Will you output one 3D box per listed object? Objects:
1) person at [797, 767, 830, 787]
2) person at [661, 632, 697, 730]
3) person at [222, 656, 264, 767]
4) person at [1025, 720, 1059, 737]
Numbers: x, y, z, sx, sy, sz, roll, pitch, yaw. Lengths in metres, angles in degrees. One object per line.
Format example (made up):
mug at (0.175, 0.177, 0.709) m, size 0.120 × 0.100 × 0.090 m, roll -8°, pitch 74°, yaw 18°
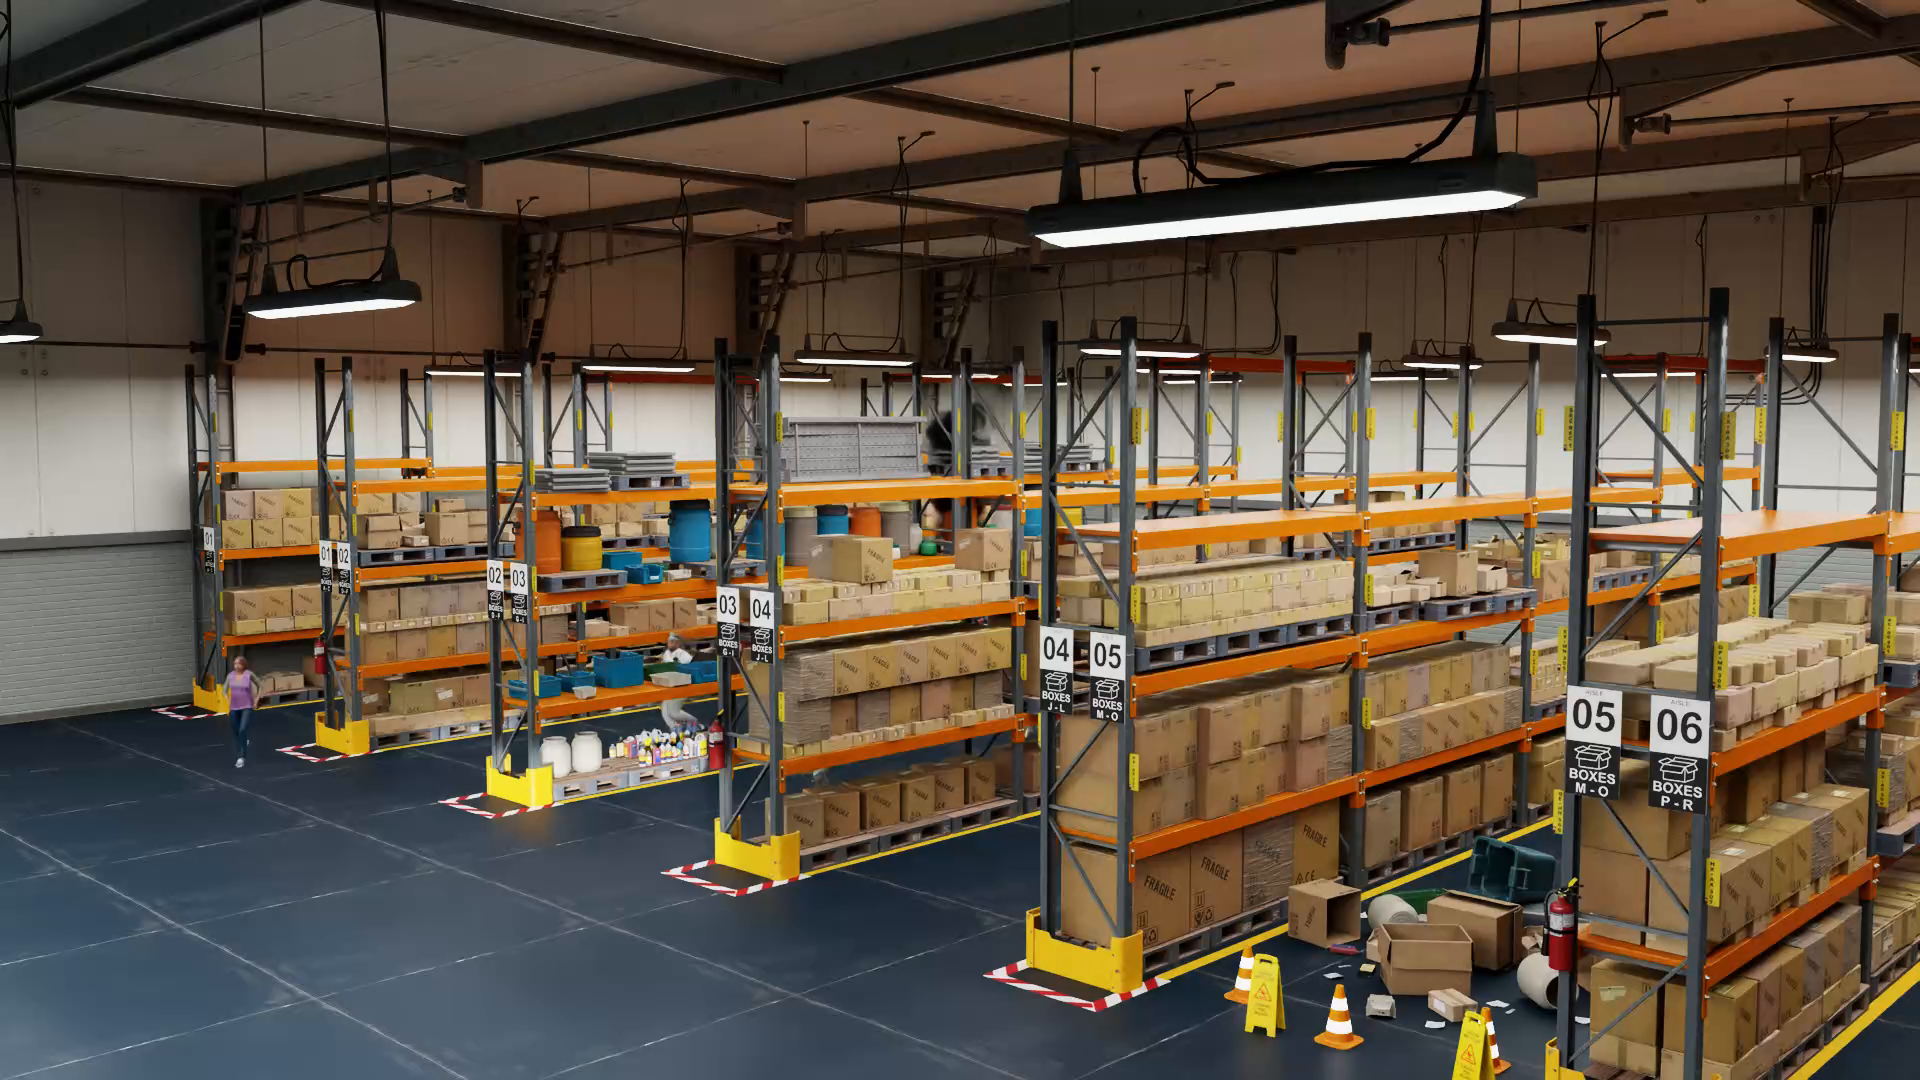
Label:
person at (-1.864, 2.647, 21.566) m, size 0.688 × 1.729 × 0.568 m, roll 4°, pitch 6°, yaw 41°
person at (-4.451, 2.299, 26.068) m, size 0.648 × 1.737 × 0.576 m, roll 4°, pitch 6°, yaw 39°
person at (-10.582, 2.498, 24.544) m, size 0.567 × 1.604 × 0.739 m, roll -1°, pitch 4°, yaw -9°
person at (1.289, 2.266, 26.625) m, size 0.558 × 1.677 × 0.942 m, roll 3°, pitch 5°, yaw 34°
